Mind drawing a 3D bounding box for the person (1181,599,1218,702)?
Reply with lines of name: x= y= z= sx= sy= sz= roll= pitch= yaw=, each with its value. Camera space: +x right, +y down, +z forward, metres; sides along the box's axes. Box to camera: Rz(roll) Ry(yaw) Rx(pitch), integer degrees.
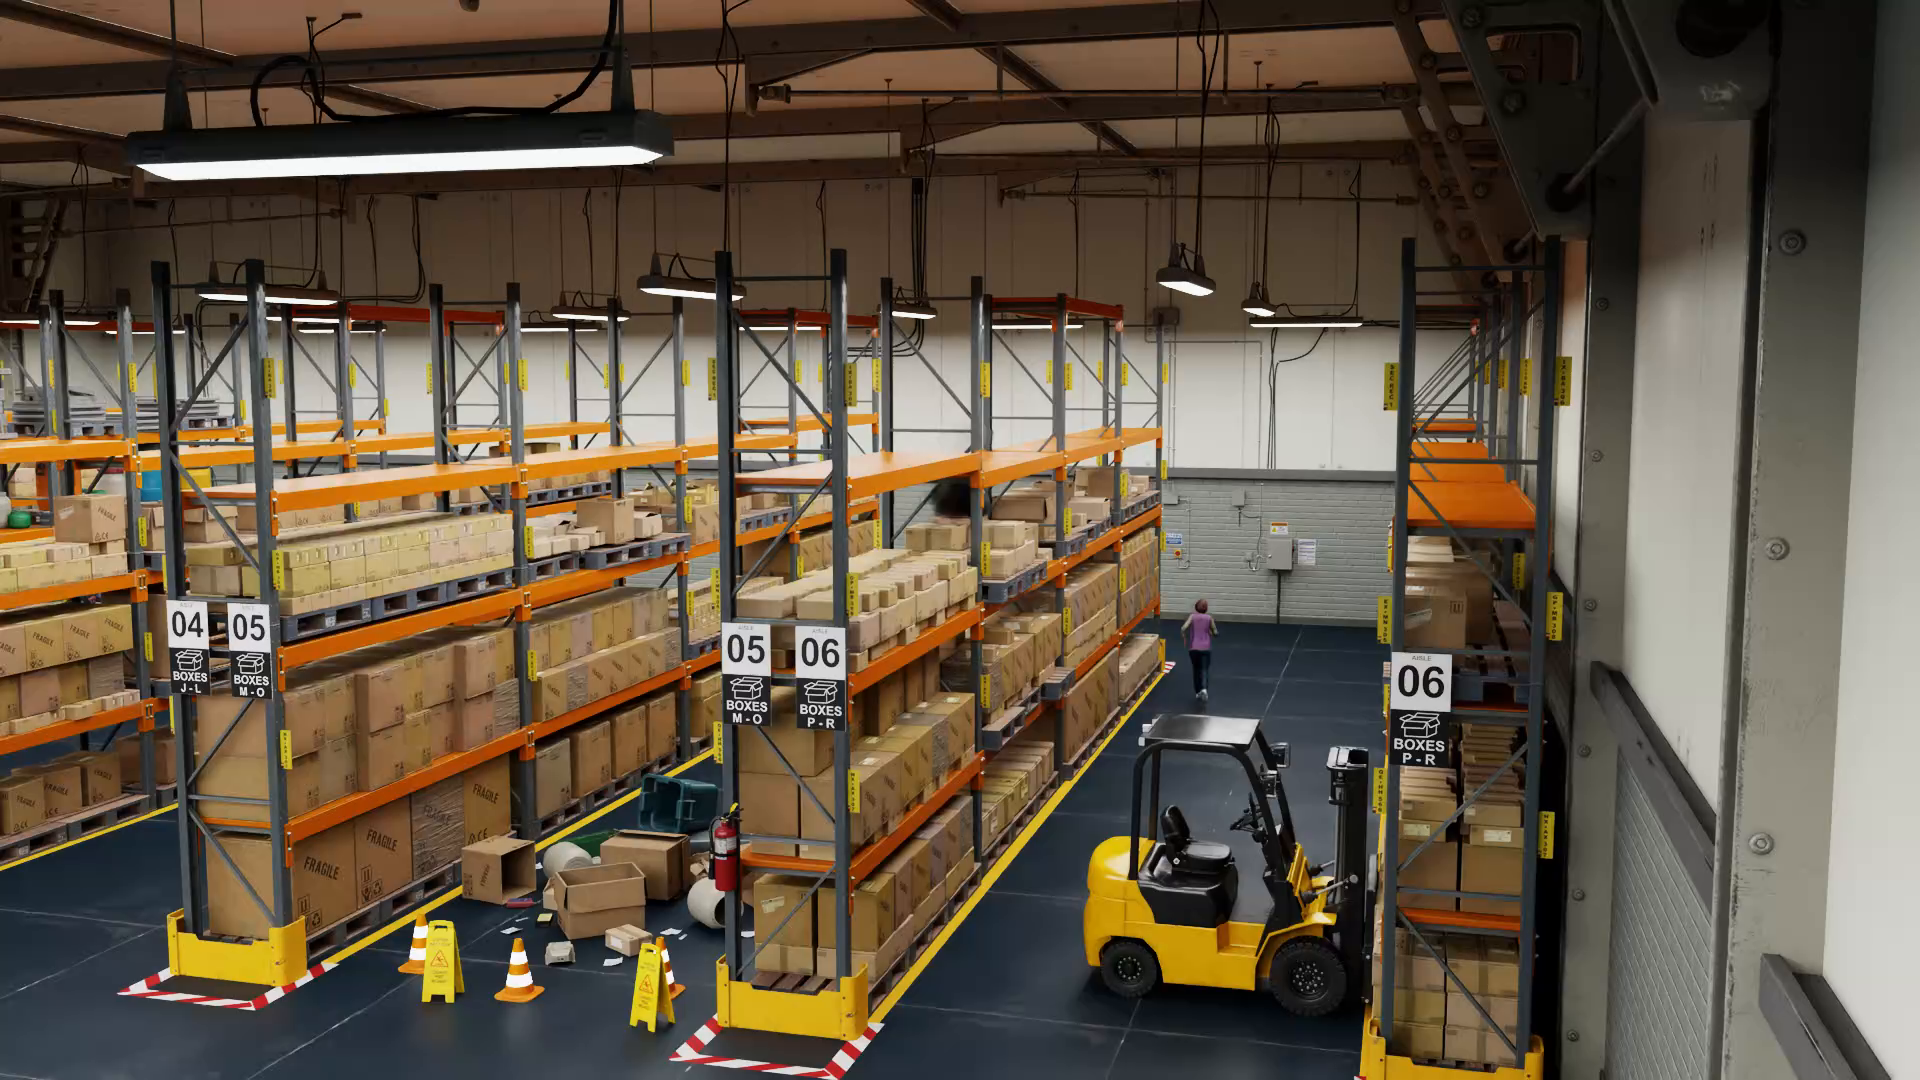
person: x=3.638 y=1.702 z=25.267 sx=0.551 sy=1.606 sz=0.856 roll=2 pitch=6 yaw=15
